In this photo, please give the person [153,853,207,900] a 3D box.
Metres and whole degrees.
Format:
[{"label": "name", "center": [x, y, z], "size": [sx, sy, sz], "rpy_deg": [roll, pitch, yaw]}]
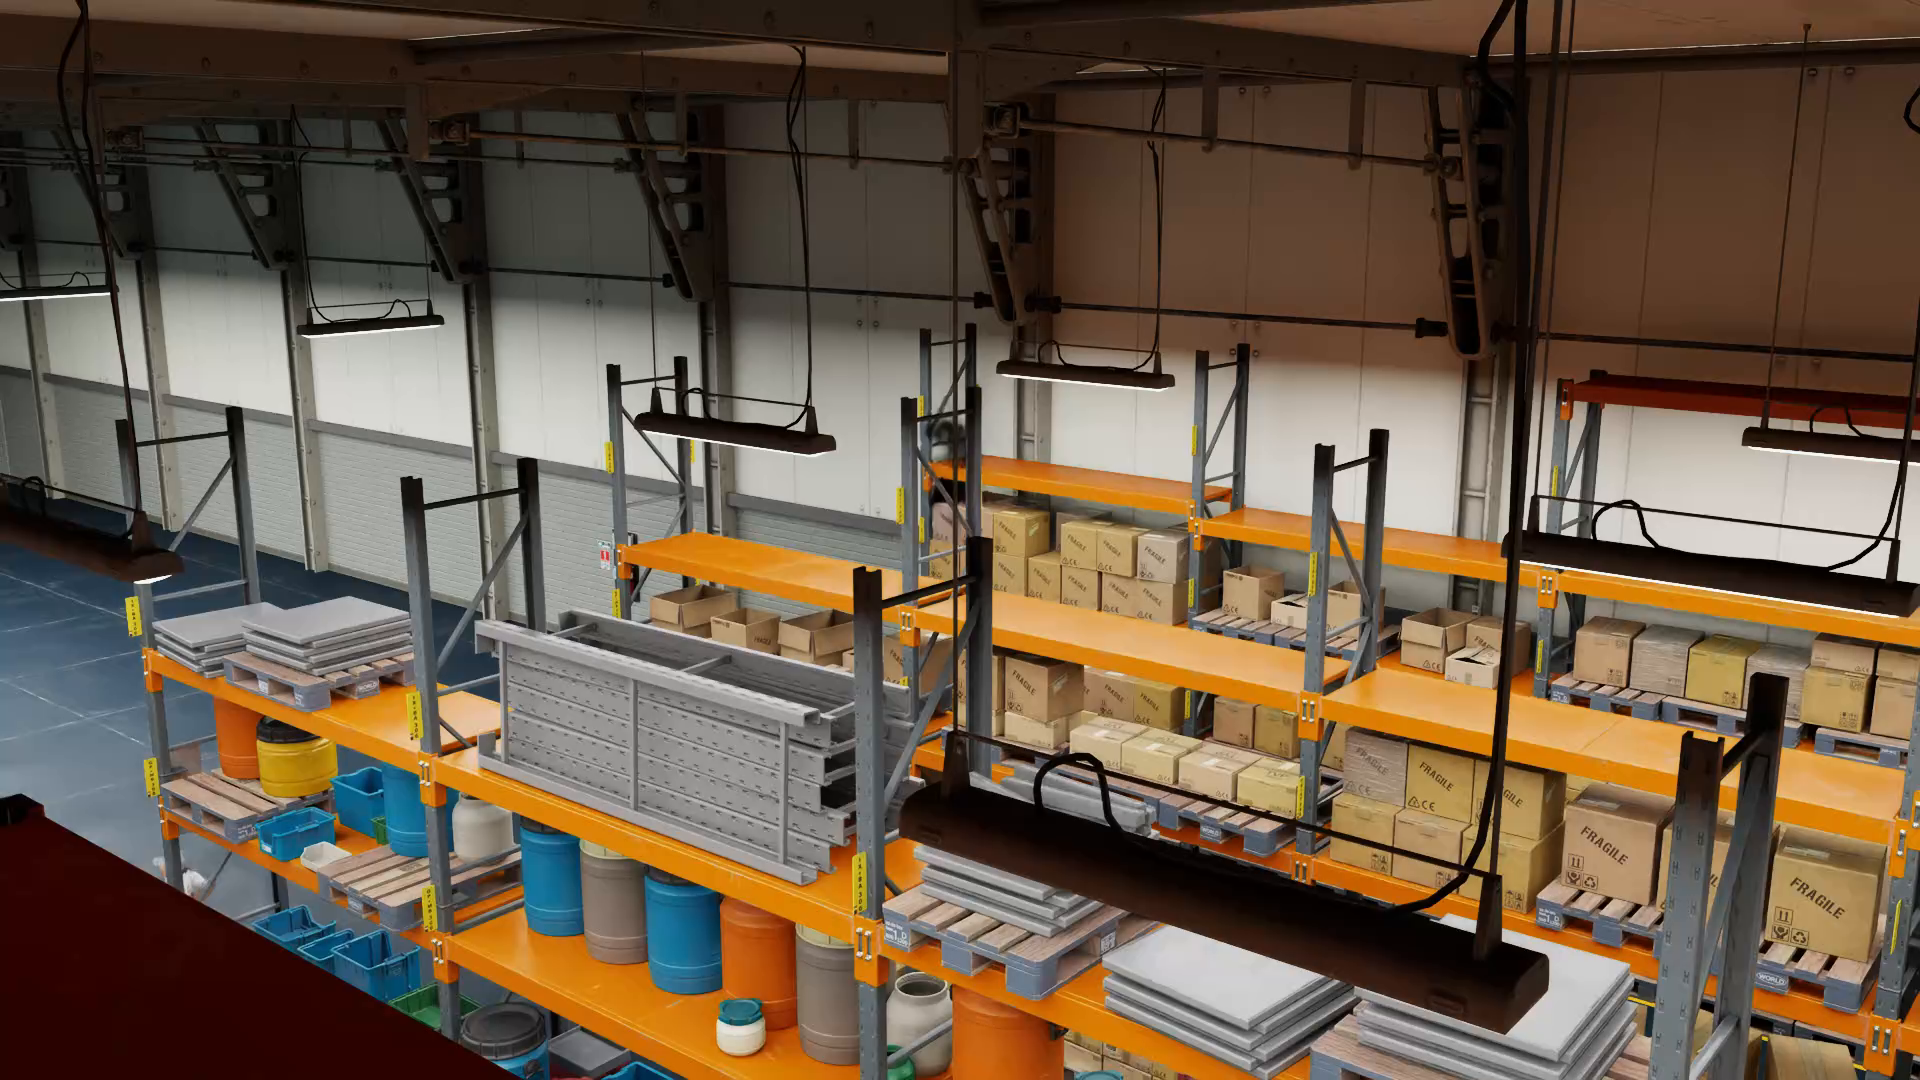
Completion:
[{"label": "person", "center": [-7.417, 3.771, 15.887], "size": [0.857, 1.698, 0.636], "rpy_deg": [-3, 13, -13]}]
